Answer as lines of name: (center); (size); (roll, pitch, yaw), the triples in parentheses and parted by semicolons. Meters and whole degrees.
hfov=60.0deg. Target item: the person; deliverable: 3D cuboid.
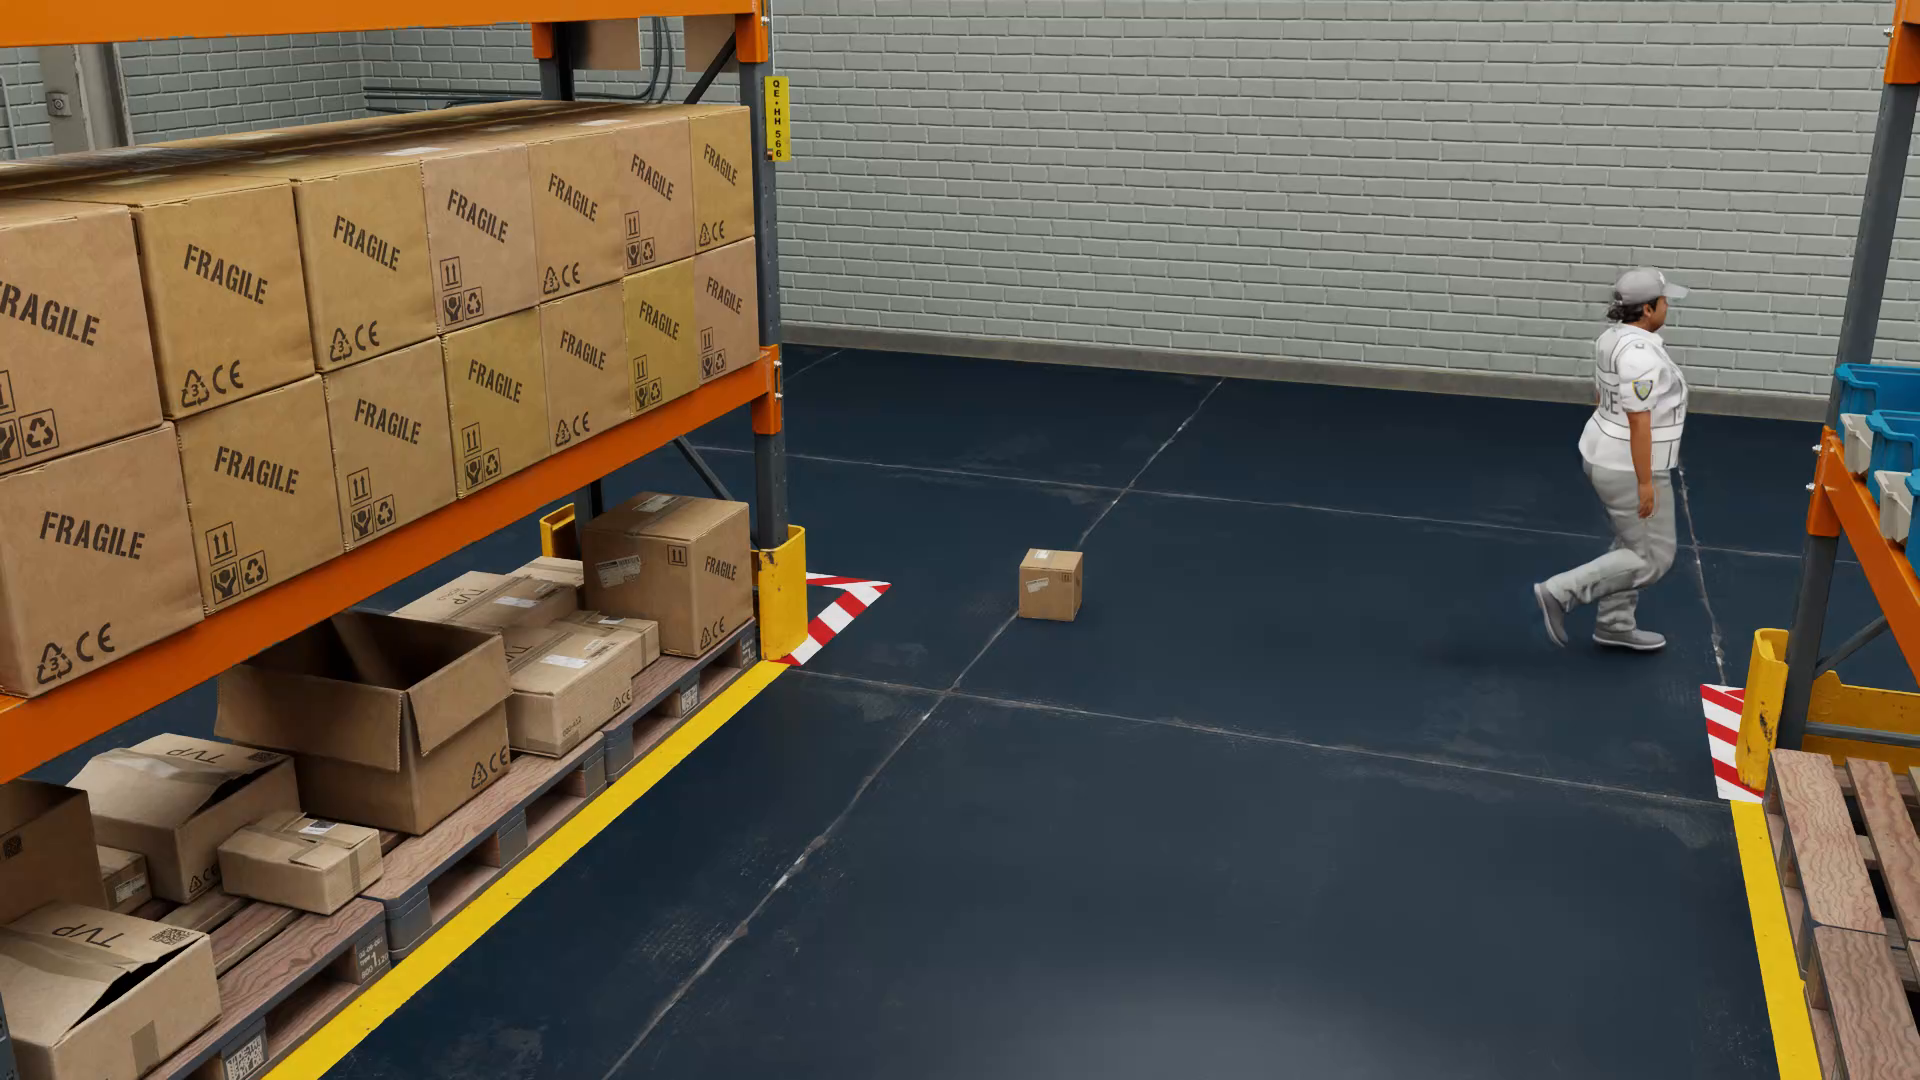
person: (2.737, -0.306, 6.907); (0.615, 1.648, 0.482); (3, 19, 8)
